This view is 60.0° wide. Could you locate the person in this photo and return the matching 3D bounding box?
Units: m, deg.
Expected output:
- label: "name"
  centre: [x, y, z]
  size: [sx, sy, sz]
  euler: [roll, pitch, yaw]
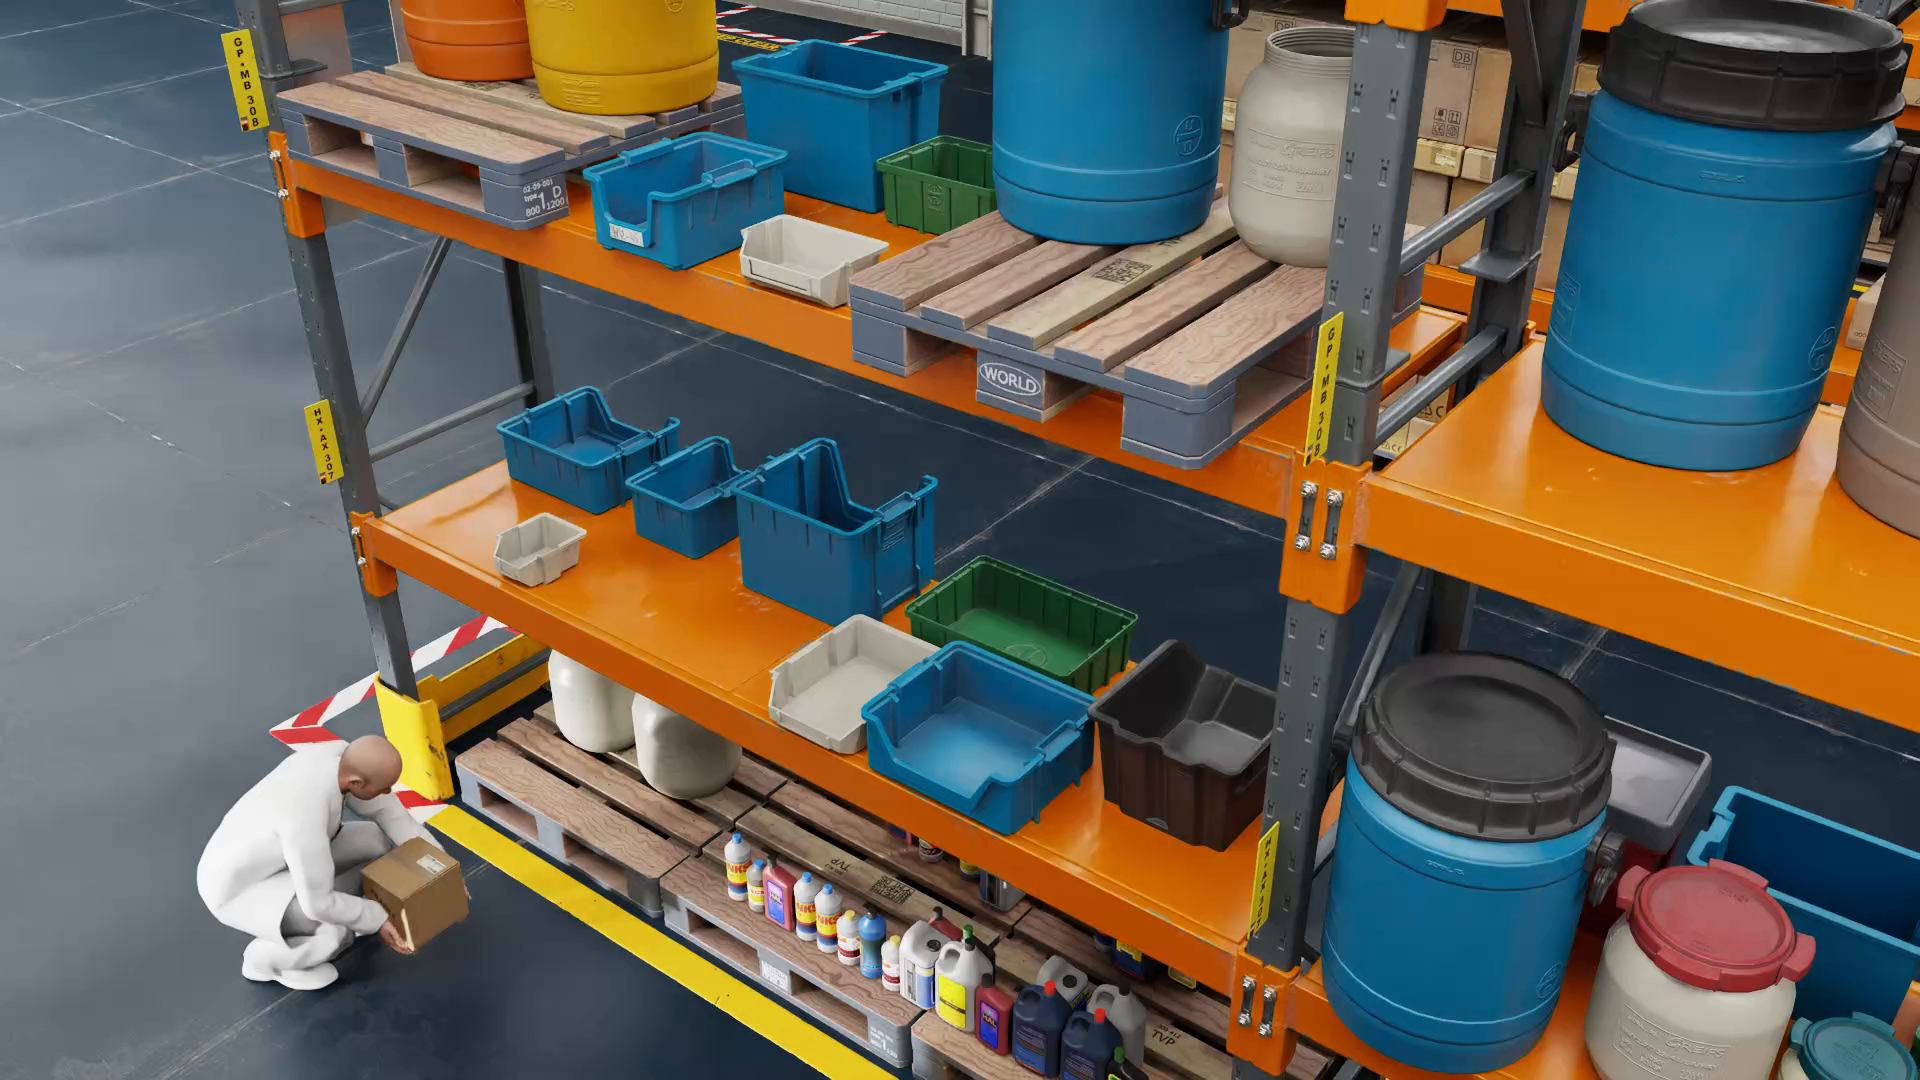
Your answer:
- label: "person"
  centre: [-2.287, 1.142, 6.016]
  size: [0.930, 0.965, 0.592]
  euler: [3, 31, 4]
